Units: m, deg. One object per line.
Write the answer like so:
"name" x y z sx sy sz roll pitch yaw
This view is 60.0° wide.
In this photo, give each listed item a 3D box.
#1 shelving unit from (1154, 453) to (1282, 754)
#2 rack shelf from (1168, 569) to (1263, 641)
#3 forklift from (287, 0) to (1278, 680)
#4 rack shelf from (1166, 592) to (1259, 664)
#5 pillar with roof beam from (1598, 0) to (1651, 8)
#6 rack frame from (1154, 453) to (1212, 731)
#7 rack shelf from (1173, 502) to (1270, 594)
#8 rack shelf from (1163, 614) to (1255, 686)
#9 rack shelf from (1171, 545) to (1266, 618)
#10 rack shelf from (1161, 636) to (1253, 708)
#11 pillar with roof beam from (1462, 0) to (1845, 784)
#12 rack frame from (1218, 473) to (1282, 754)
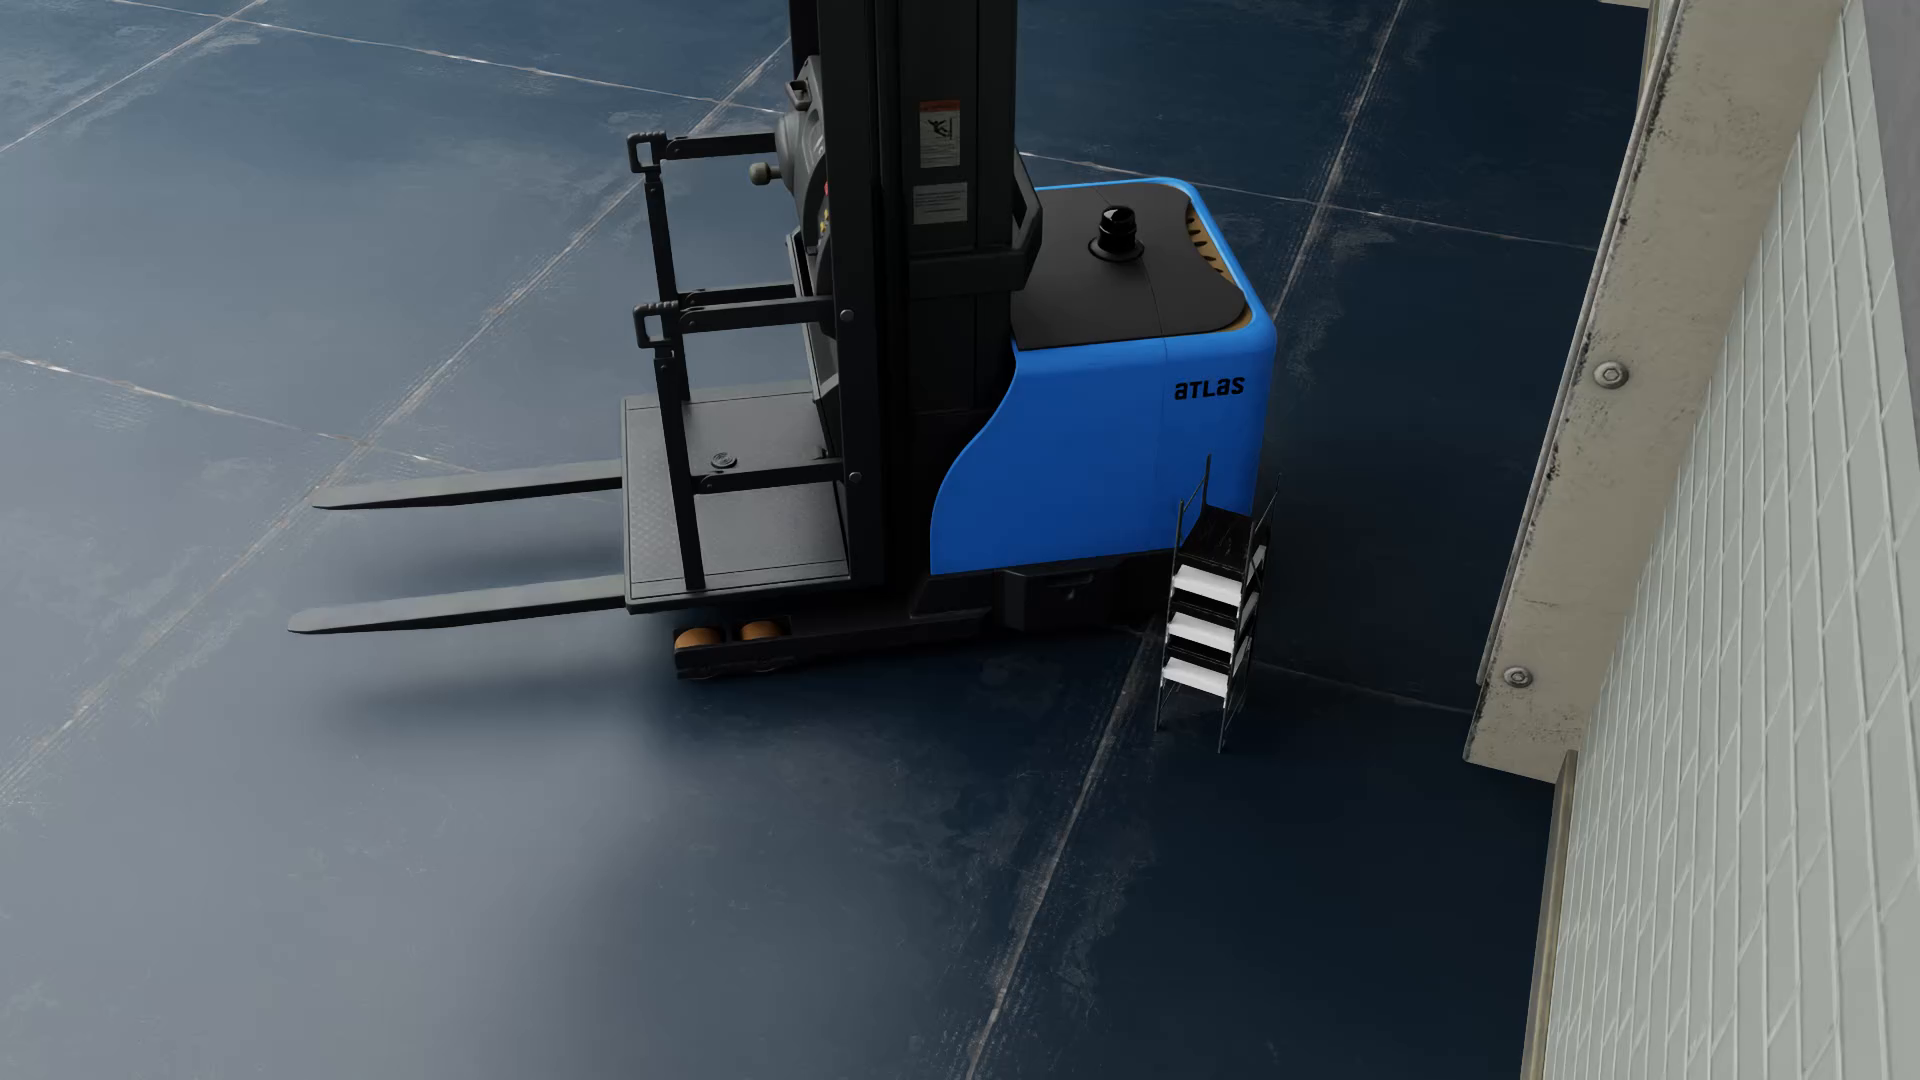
"shelving unit" 0.739 0.200 4.823 0.210 0.900 0.258 18 44 20
"rack shelf" 0.739 0.157 4.786 0.200 0.077 0.258 18 44 20
"forklift" -0.622 -1.047 4.719 3.031 2.935 1.130 -6 41 -7
"rack shelf" 0.739 0.225 4.844 0.200 0.077 0.258 18 44 20
"pillar with roof beam" -0.277 -7.466 7.568 9.100 9.000 0.400 13 42 15
"rack frame" 0.648 0.171 4.857 0.006 0.900 0.240 18 44 20
"rack shelf" 0.739 0.020 4.669 0.200 0.077 0.258 18 44 20
"rack shelf" 0.739 0.294 4.903 0.200 0.077 0.258 18 44 20
"rack shelf" 0.739 0.088 4.727 0.200 0.077 0.258 18 44 20
"rack shelf" 0.739 0.362 4.961 0.200 0.077 0.258 18 44 20
"pillar with roof beam" -2.329 -3.807 3.279 9.100 9.000 0.400 13 42 15
"rack frame" 0.830 0.229 4.789 0.006 0.900 0.240 18 44 20
